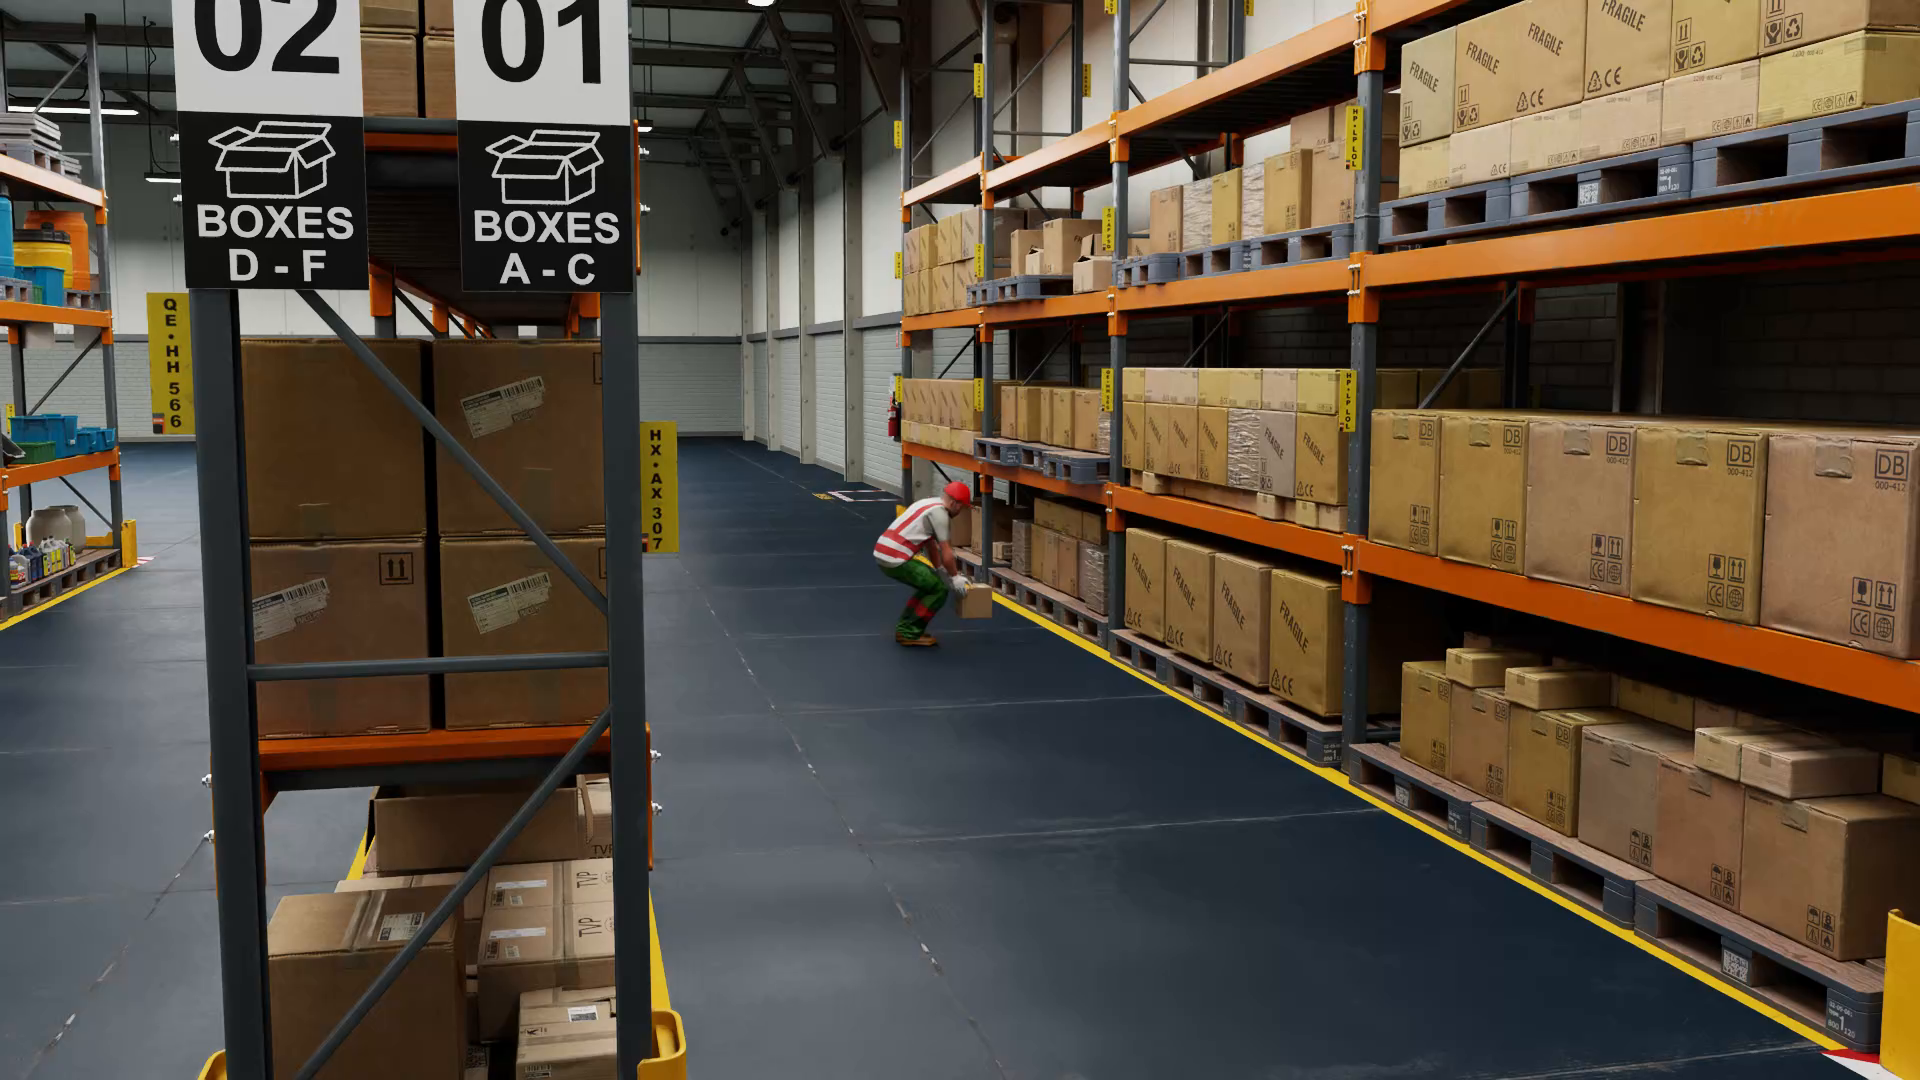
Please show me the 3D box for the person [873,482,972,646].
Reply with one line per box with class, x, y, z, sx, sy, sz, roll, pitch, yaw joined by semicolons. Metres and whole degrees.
person;-0.294;0.183;13.409;0.816;1.295;0.585;-1;6;-14
